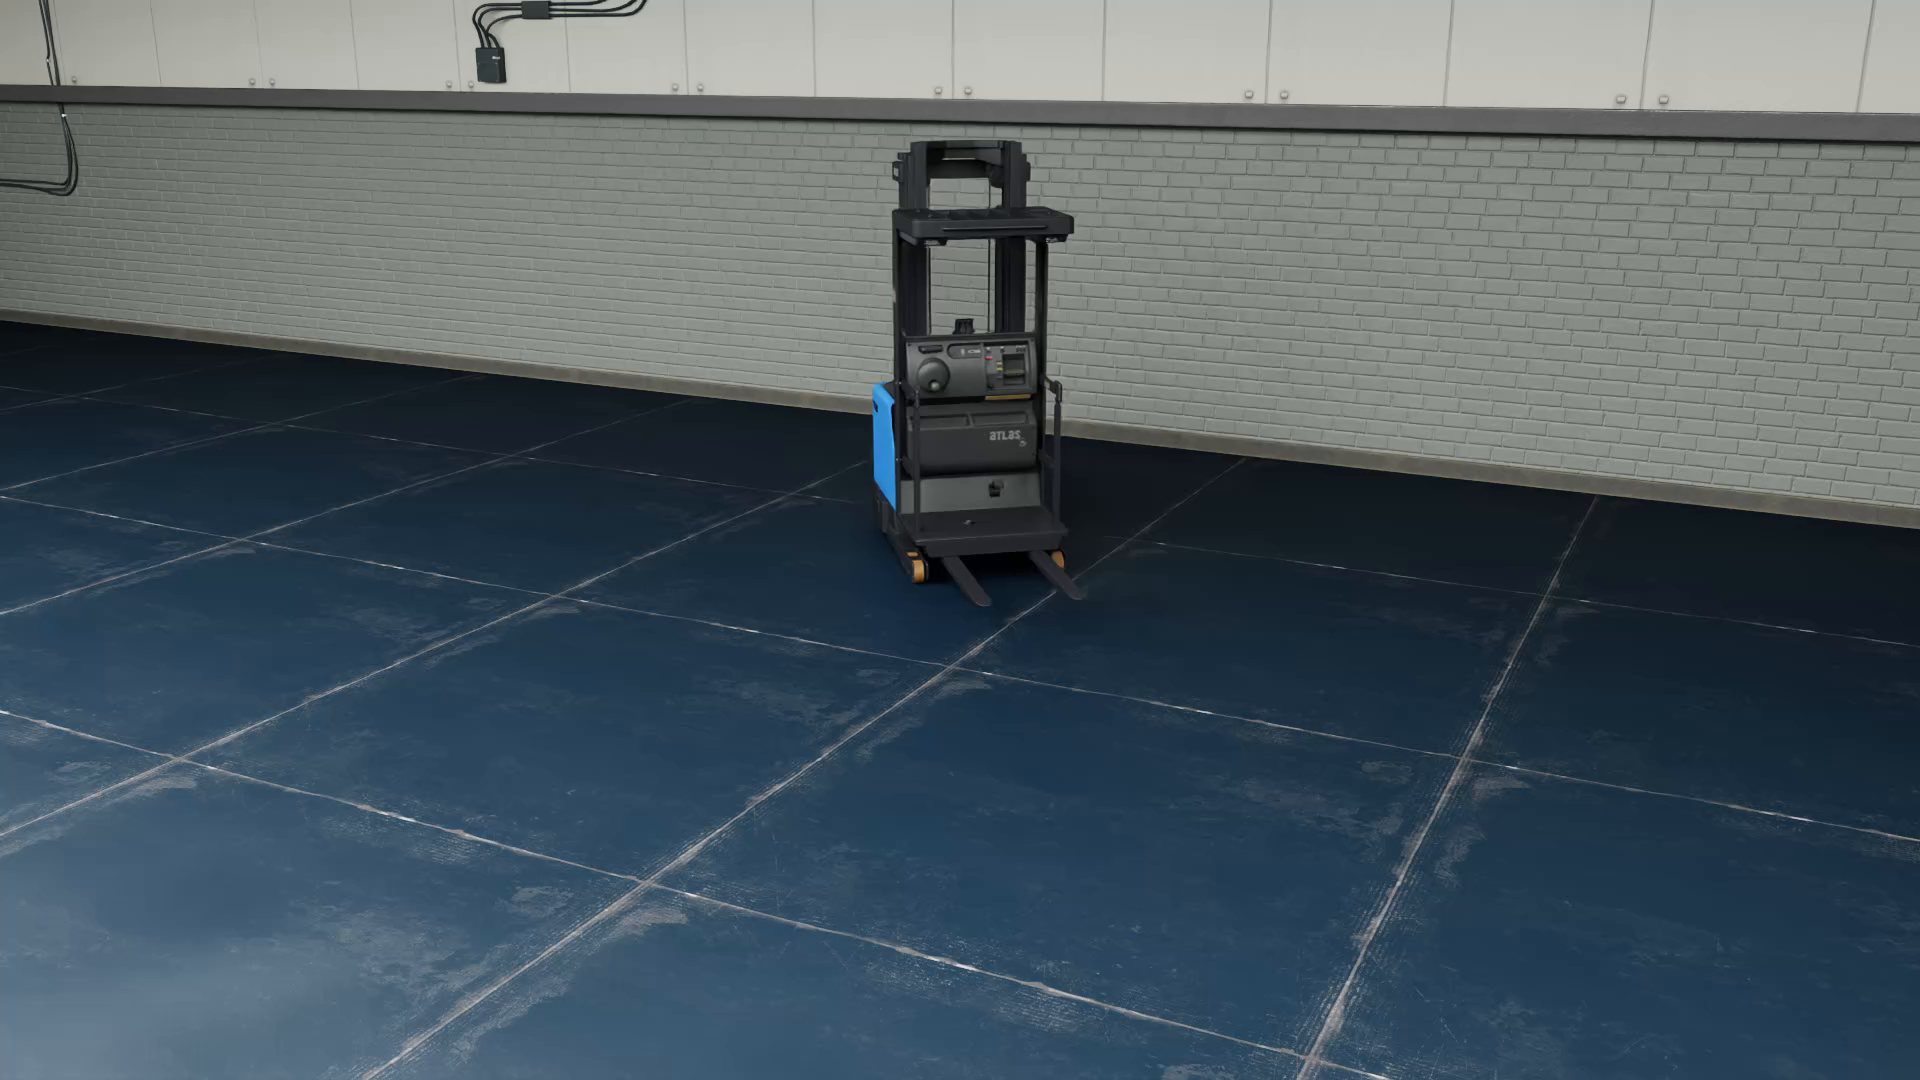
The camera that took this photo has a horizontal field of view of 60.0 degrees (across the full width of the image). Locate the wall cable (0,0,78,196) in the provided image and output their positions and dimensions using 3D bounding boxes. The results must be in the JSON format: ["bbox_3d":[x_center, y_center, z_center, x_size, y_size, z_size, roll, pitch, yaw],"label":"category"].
[{"bbox_3d":[-12.606,-5.742,21.506,3.097,2.526,0.112,8,18,25],"label":"wall cable"}]

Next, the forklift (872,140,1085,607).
[{"bbox_3d":[0.130,-1.221,11.489,1.130,2.935,3.031,-4,17,-12],"label":"forklift"}]

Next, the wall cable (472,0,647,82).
[{"bbox_3d":[-4.120,-7.649,16.500,2.305,6.003,0.169,8,18,25],"label":"wall cable"}]
